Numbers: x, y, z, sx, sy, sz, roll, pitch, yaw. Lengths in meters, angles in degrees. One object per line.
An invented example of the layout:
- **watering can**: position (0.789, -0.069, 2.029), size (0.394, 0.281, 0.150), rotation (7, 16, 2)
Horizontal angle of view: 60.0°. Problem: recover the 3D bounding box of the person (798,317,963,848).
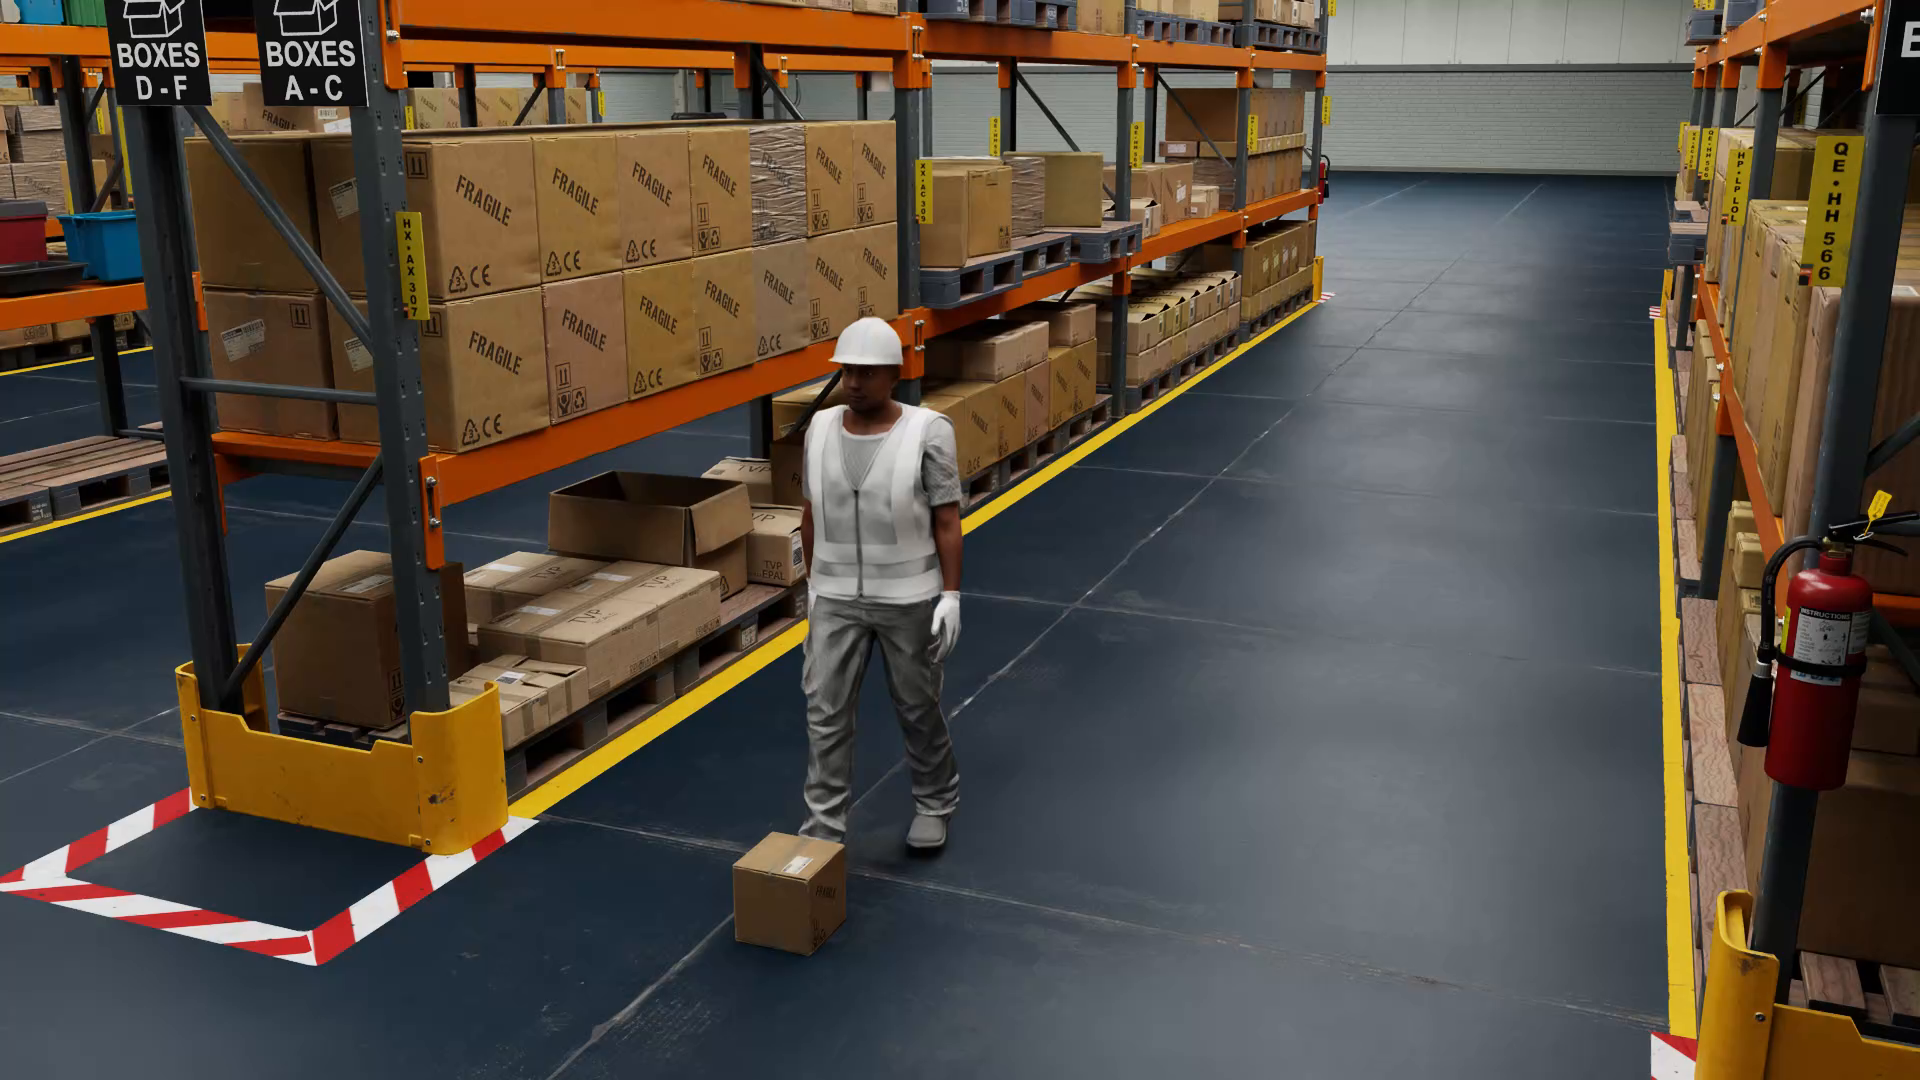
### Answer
- **person**: position (-0.277, 0.204, 5.191), size (0.578, 1.772, 0.774), rotation (4, 16, 14)
